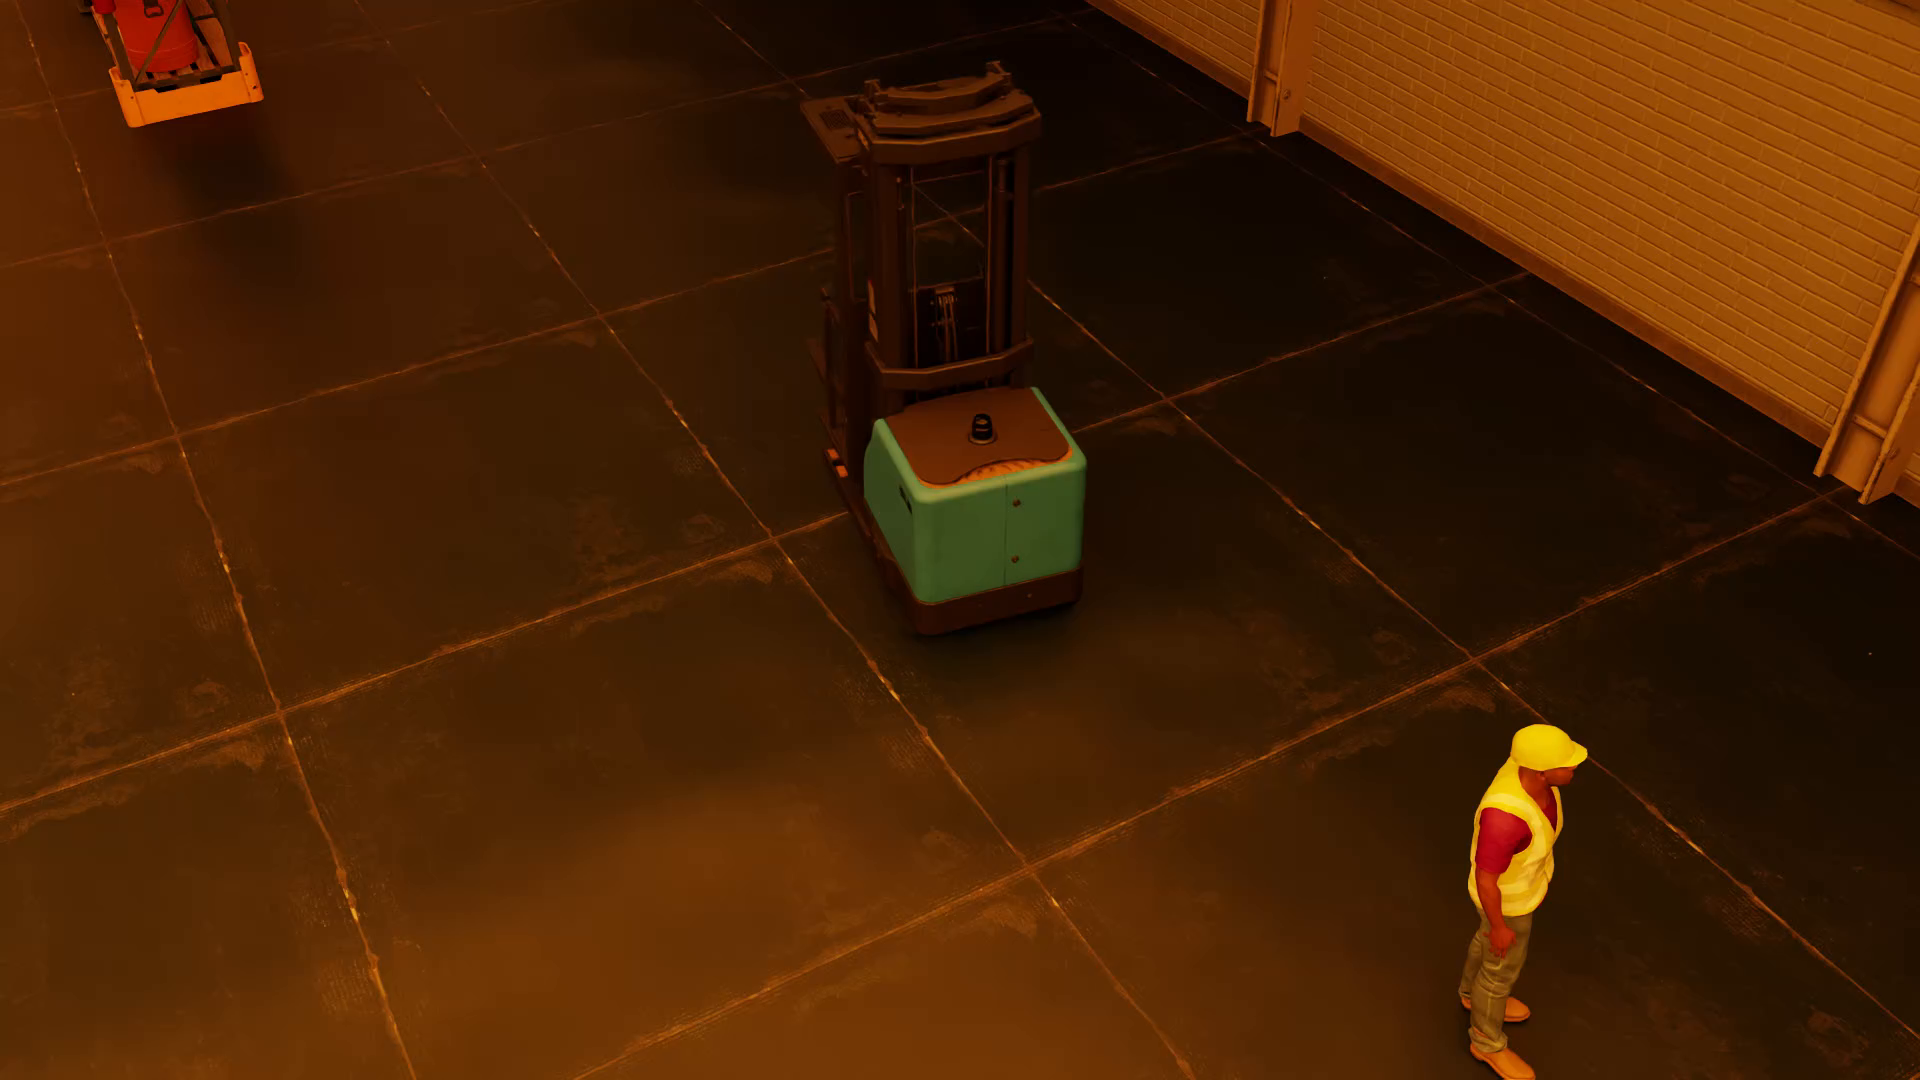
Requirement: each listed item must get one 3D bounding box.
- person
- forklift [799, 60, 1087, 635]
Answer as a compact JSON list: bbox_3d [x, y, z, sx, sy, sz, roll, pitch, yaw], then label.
[{"bbox_3d":[2.436,1.505,7.127,0.577,1.760,0.666,20,44,23],"label":"person"},{"bbox_3d":[-0.256,-1.527,9.878,1.130,2.935,3.031,-13,41,-15],"label":"forklift"}]
